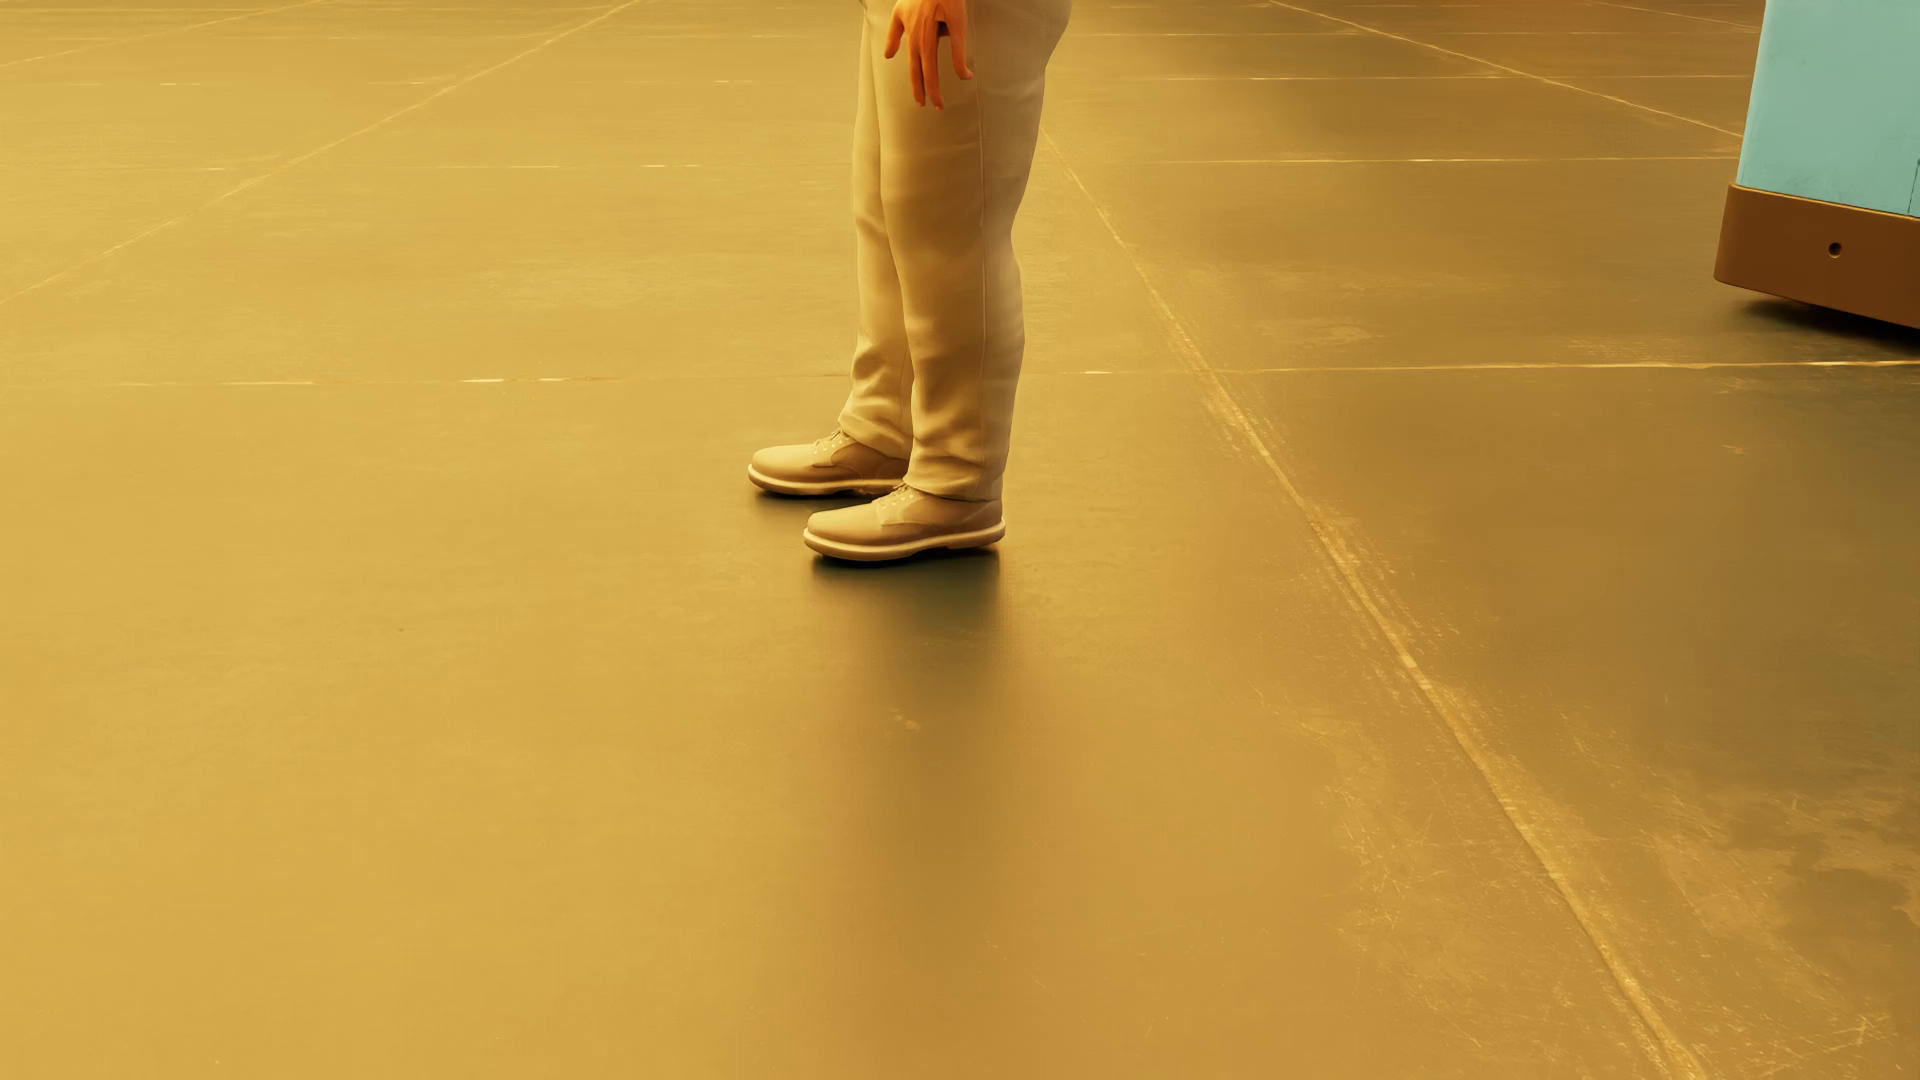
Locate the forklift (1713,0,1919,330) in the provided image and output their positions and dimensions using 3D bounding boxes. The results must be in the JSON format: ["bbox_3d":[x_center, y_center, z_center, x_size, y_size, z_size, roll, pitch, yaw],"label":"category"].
[{"bbox_3d":[3.466,-2.053,3.955,3.031,2.935,1.130,-11,24,-25],"label":"forklift"}]

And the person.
[{"bbox_3d":[-0.079,-0.840,2.415,0.574,1.780,0.641,-1,21,-3],"label":"person"}]
